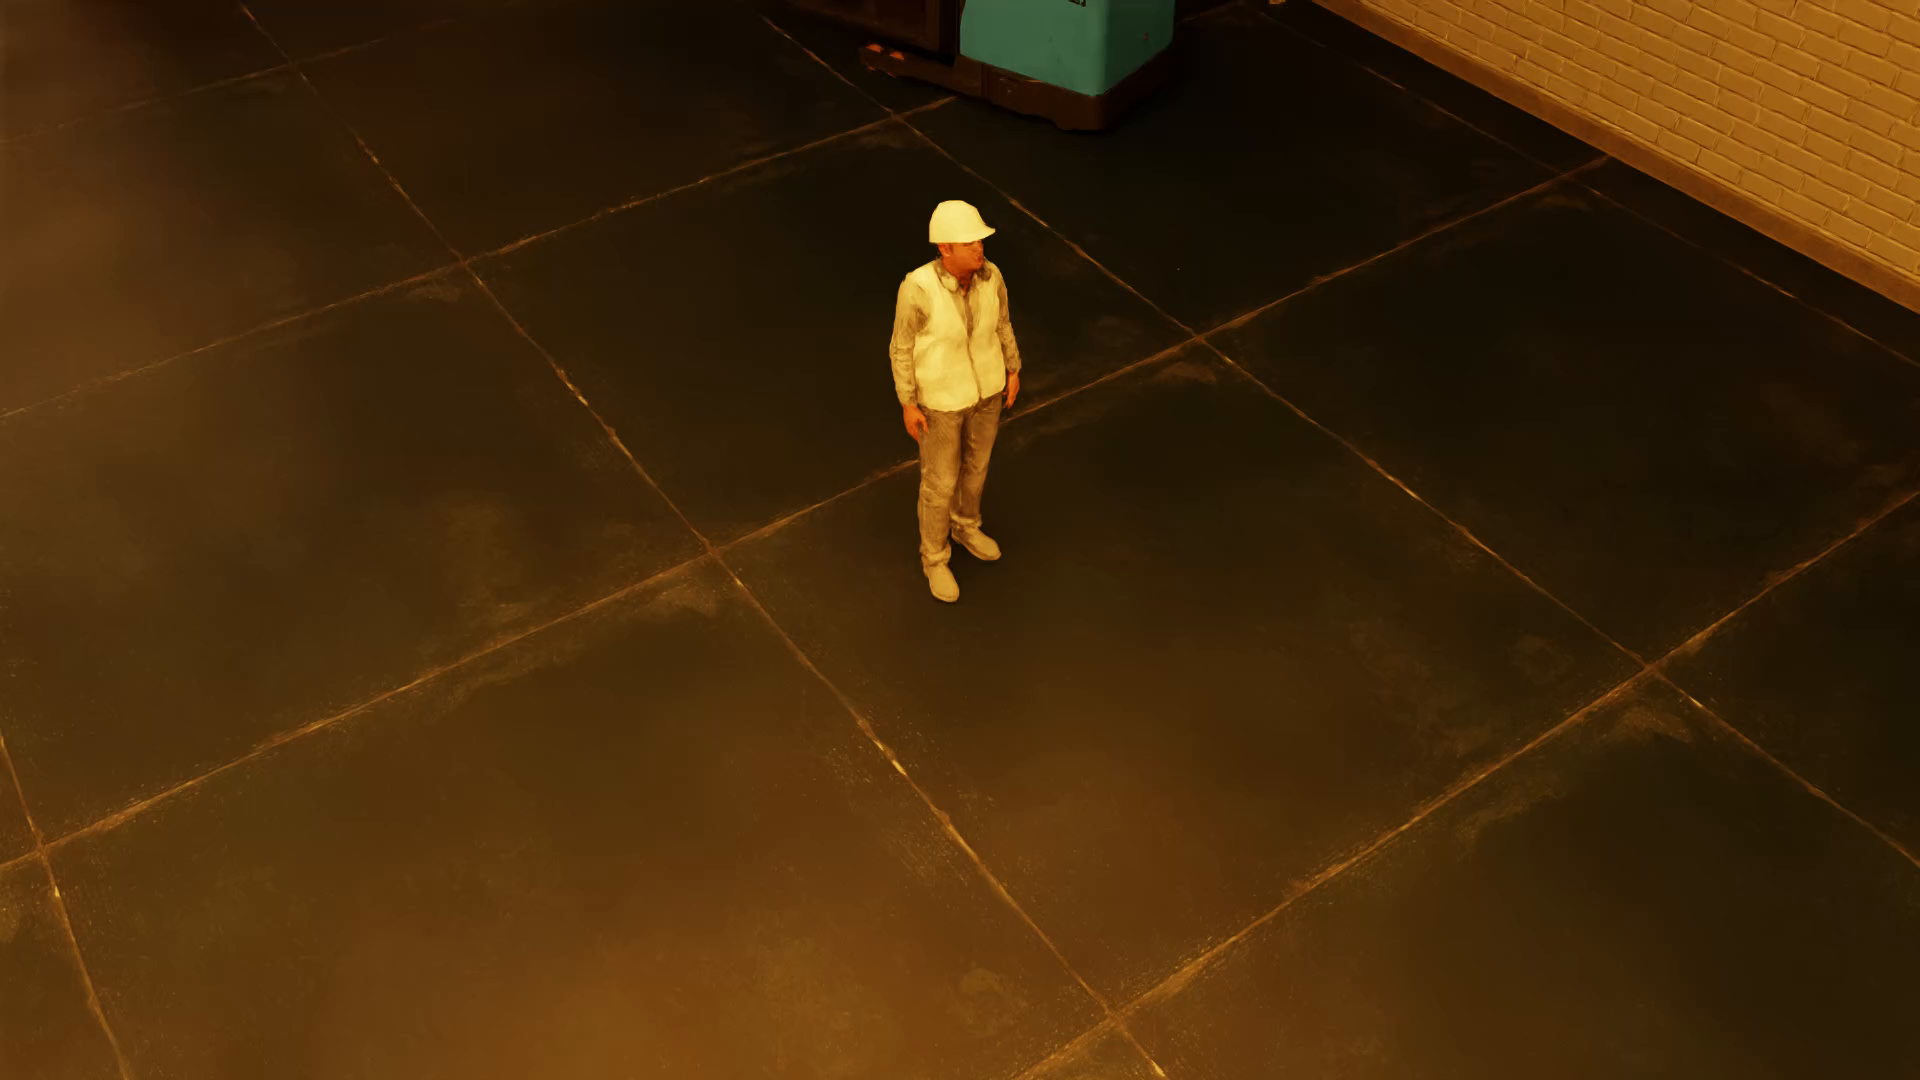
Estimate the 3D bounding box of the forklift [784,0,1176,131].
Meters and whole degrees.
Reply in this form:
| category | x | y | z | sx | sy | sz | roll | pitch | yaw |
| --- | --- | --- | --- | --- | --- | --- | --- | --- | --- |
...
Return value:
| category | x | y | z | sx | sy | sz | roll | pitch | yaw |
| --- | --- | --- | --- | --- | --- | --- | --- | --- | --- |
| forklift | -0.078 | -4.482 | 10.579 | 3.031 | 2.935 | 1.130 | 25 | 48 | 25 |

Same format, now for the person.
| category | x | y | z | sx | sy | sz | roll | pitch | yaw |
| --- | --- | --- | --- | --- | --- | --- | --- | --- | --- |
| person | 0.029 | -0.620 | 7.231 | 0.632 | 1.773 | 0.567 | -25 | 48 | -25 |
